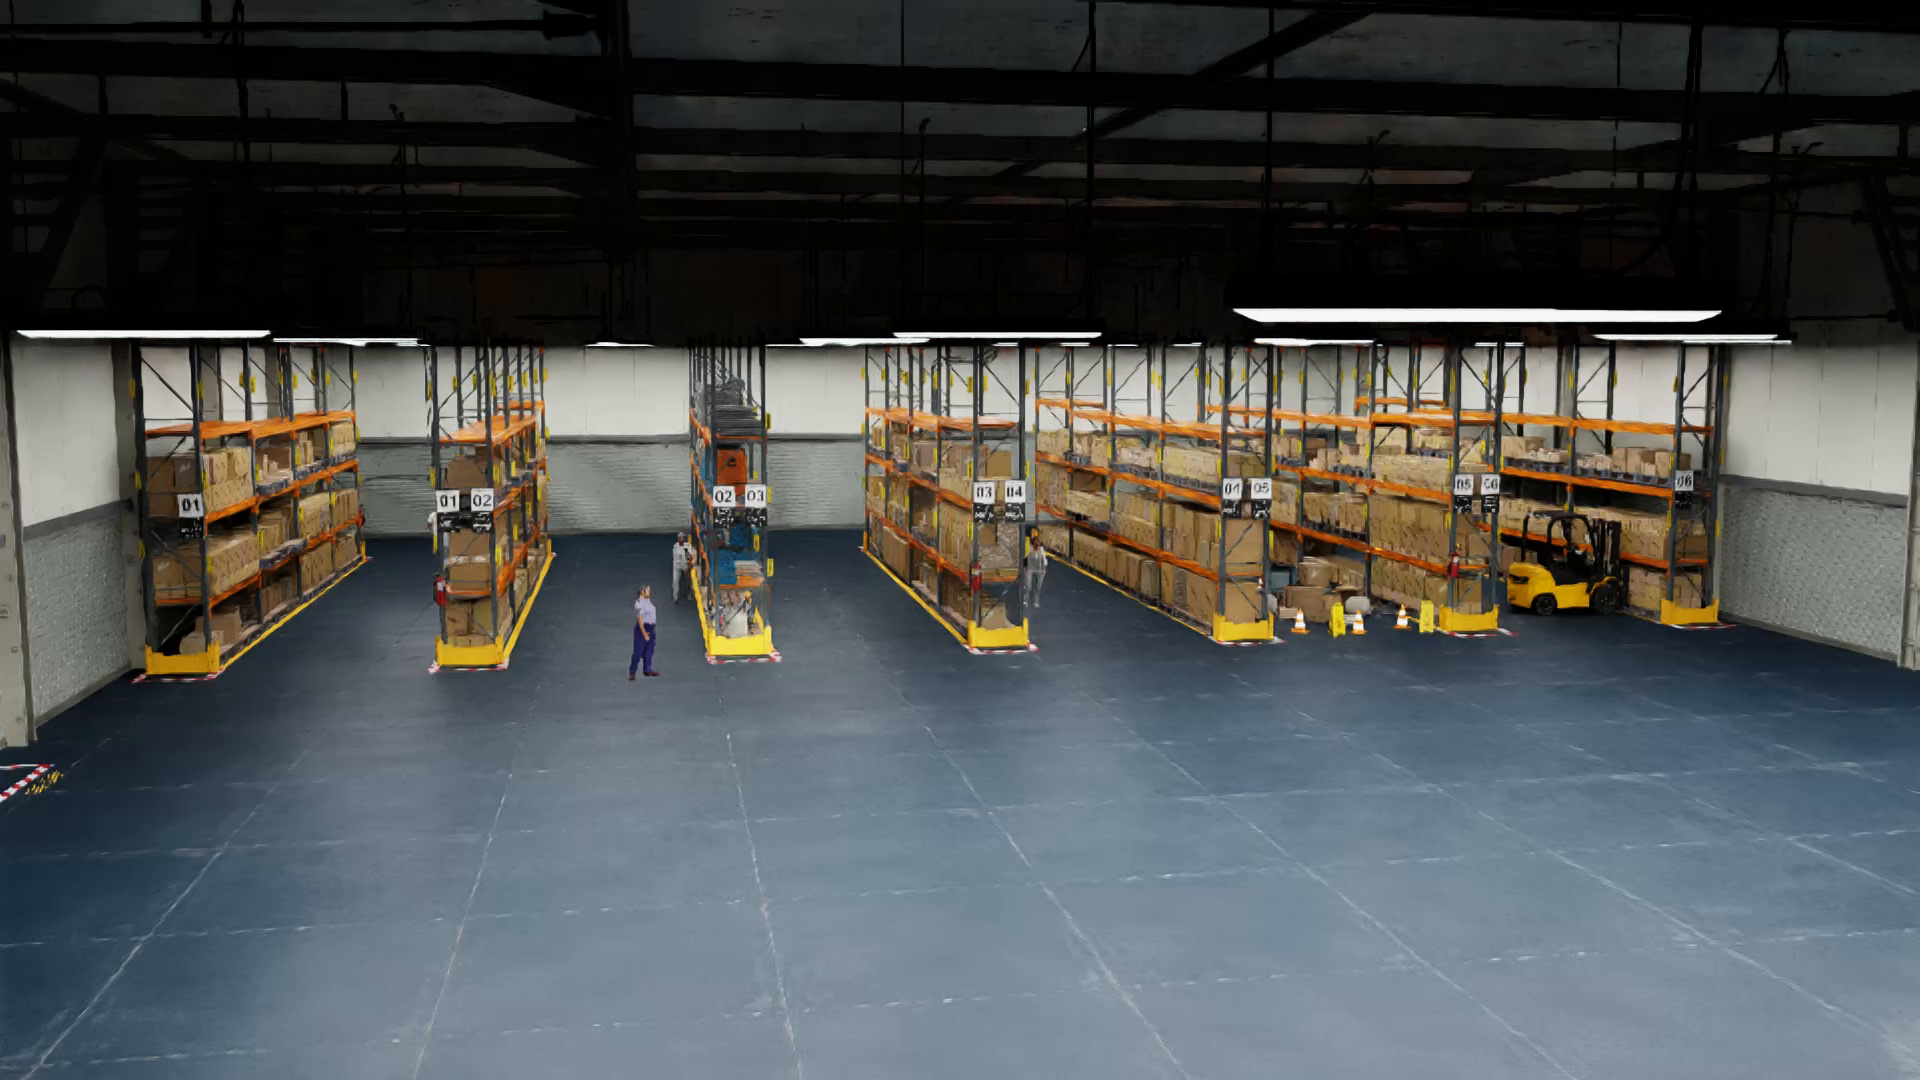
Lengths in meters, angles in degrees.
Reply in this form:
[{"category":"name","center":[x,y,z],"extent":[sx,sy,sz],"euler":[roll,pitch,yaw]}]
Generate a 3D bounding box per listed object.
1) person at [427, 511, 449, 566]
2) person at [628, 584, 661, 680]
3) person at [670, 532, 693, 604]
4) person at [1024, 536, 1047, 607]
[{"category":"person","center":[-13.765,-0.183,44.189],"extent":[0.734,1.697,0.856],"euler":[-1,7,-6]},{"category":"person","center":[-5.540,1.597,29.001],"extent":[0.433,1.631,0.680],"euler":[2,7,14]},{"category":"person","center":[-6.256,0.620,37.539],"extent":[0.478,1.596,0.987],"euler":[0,7,-1]},{"category":"person","center":[1.551,0.664,35.141],"extent":[0.566,1.513,0.518],"euler":[-2,7,-14]}]
